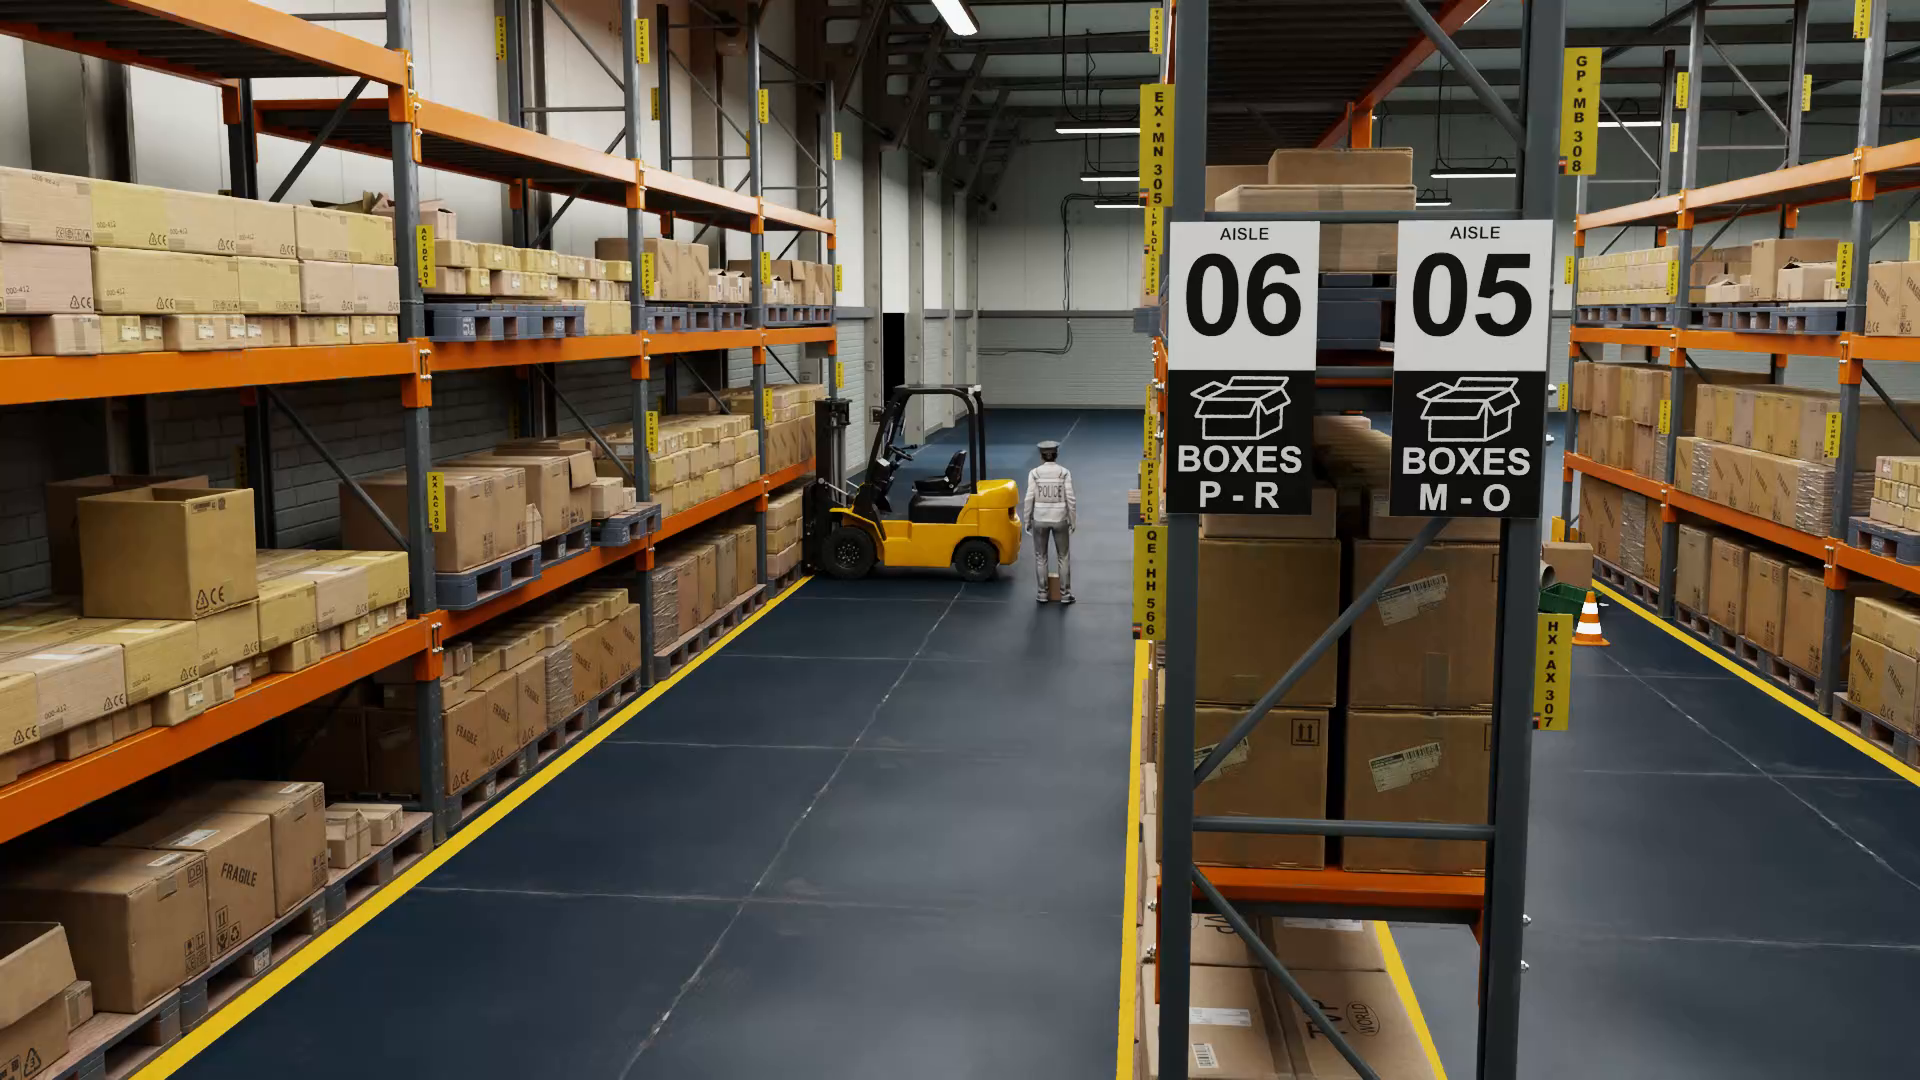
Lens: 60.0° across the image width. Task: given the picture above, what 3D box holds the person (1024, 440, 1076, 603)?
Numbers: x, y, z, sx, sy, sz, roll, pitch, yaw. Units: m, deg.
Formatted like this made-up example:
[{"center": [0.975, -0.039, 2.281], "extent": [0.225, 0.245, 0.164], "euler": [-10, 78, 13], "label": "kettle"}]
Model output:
[{"center": [0.928, -0.182, 17.124], "extent": [0.545, 1.667, 0.407], "euler": [0, 8, 4], "label": "person"}]
